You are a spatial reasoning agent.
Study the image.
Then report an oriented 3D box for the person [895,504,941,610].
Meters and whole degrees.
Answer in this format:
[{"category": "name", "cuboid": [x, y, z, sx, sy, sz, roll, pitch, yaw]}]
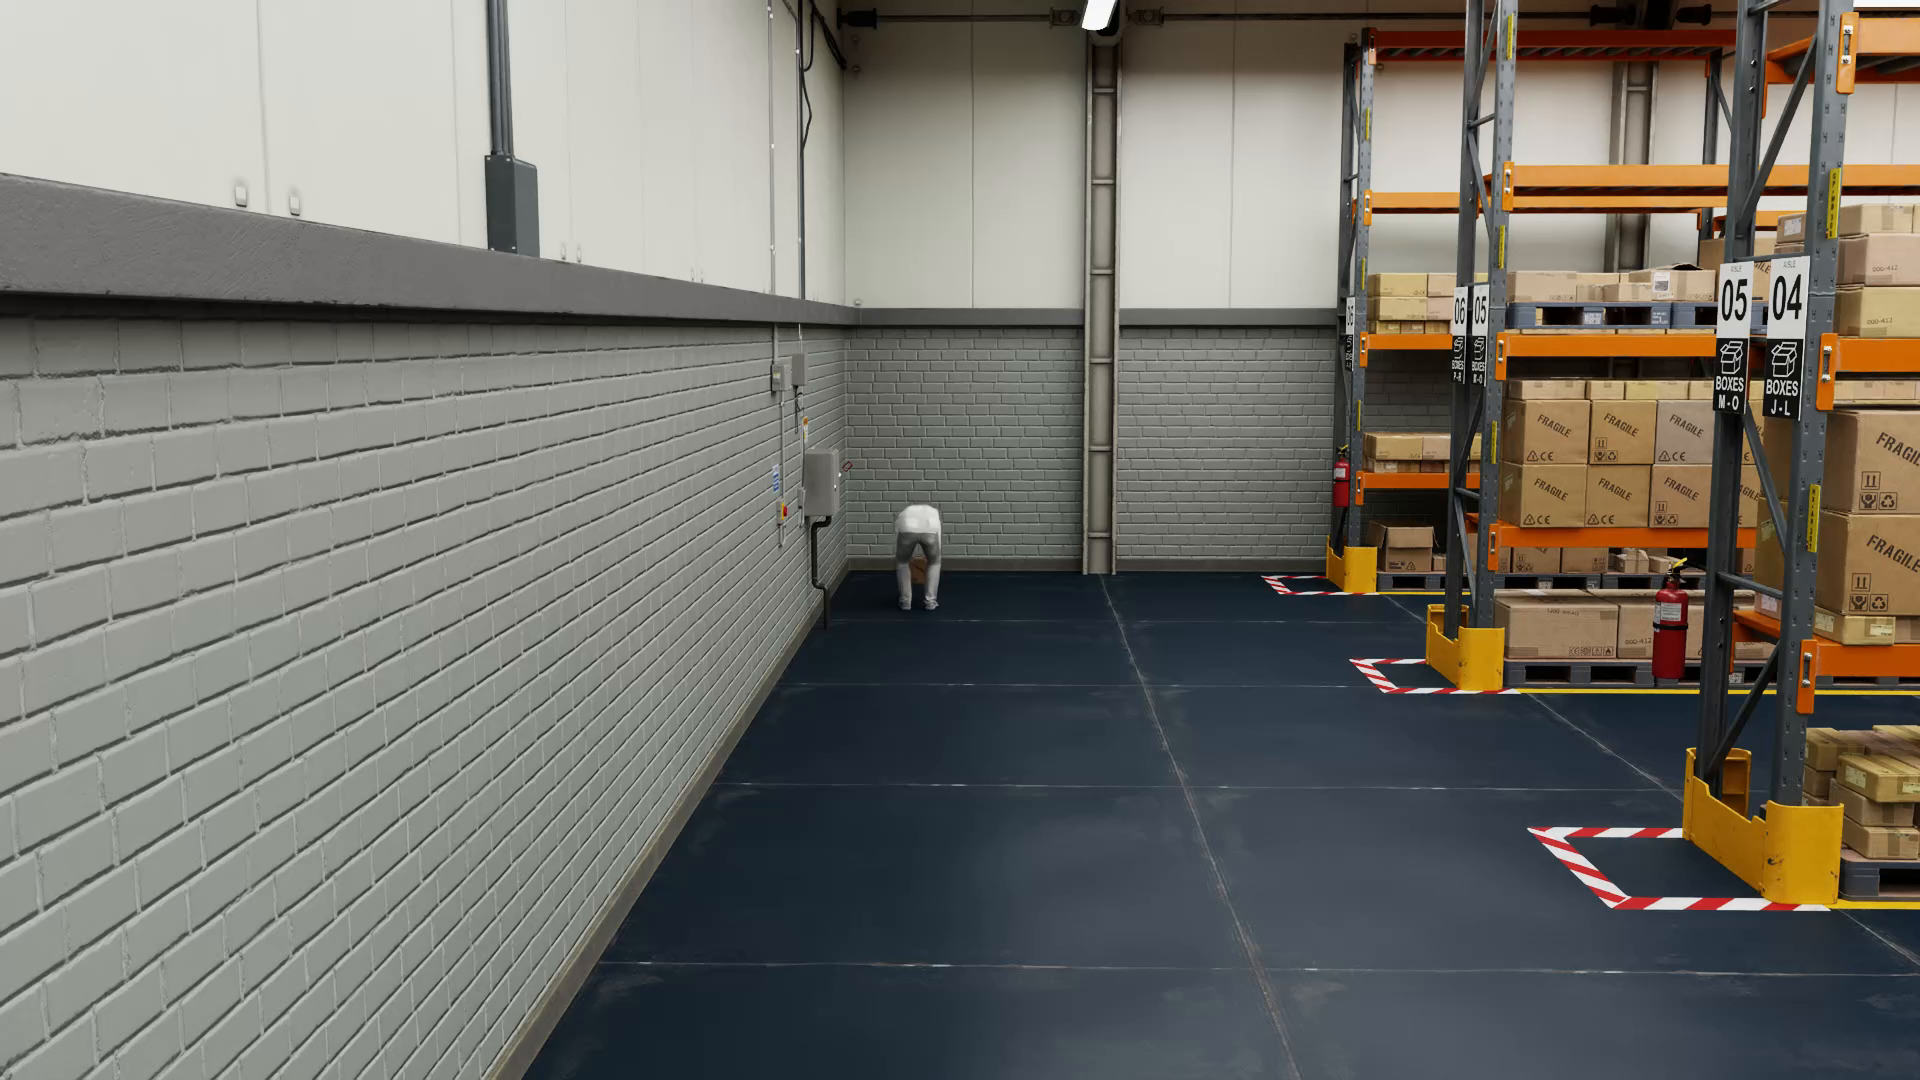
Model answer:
[{"category": "person", "cuboid": [-0.437, 0.147, 17.293, 0.482, 1.065, 0.982, 0, 7, -1]}]
